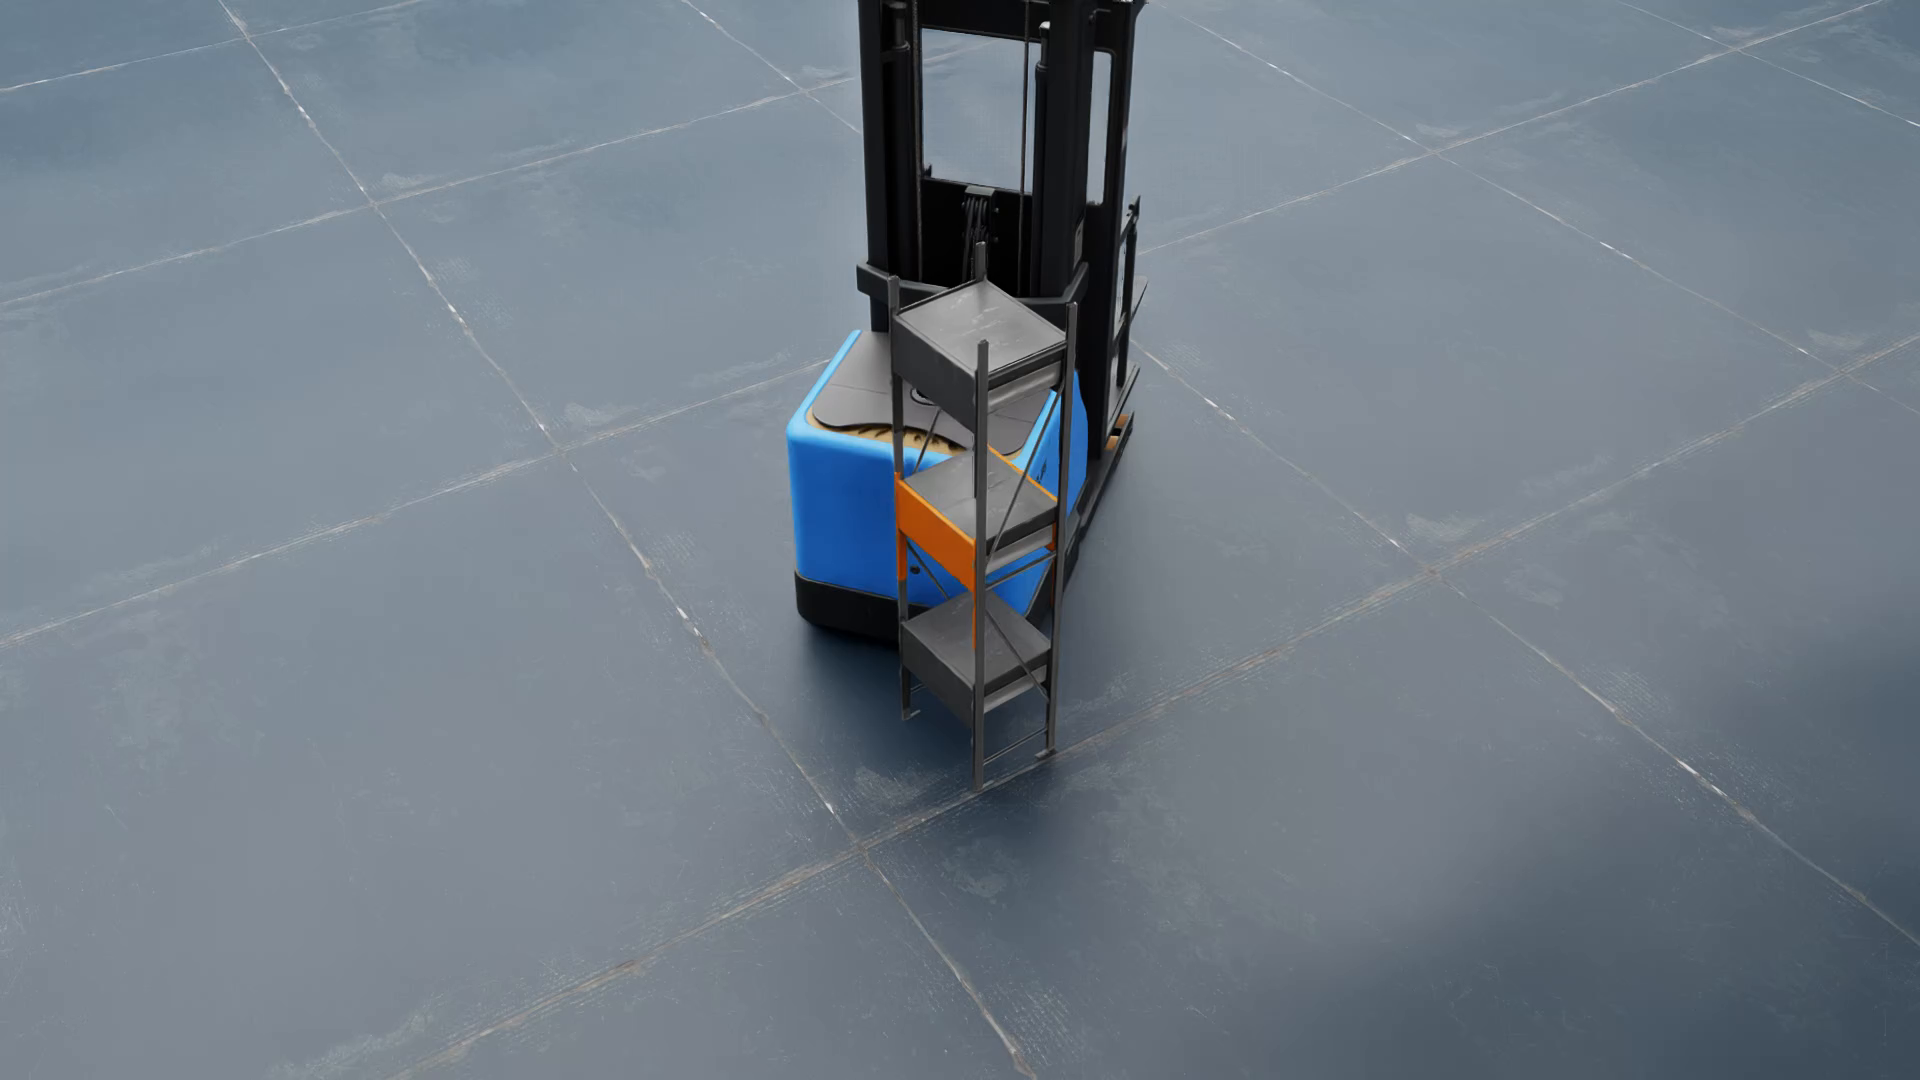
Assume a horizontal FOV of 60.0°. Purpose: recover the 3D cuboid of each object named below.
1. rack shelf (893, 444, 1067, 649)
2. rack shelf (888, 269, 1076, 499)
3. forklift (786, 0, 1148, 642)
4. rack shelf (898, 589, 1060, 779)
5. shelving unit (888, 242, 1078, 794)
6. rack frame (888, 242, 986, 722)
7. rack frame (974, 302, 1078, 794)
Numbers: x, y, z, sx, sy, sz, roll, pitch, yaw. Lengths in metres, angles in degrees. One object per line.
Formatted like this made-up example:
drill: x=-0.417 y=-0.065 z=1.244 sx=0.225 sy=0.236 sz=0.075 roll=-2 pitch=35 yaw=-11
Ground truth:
rack shelf: x=0.071 y=-0.001 z=6.132 sx=0.431 sy=0.518 sz=0.480 roll=-26 pitch=46 yaw=-28
rack shelf: x=0.071 y=-0.539 z=5.684 sx=0.431 sy=0.518 sz=0.480 roll=-26 pitch=46 yaw=-28
forklift: x=0.233 y=-1.549 z=7.319 sx=1.130 sy=2.935 sz=3.031 roll=12 pitch=41 yaw=14
rack shelf: x=0.071 y=0.537 z=6.580 sx=0.431 sy=0.518 sz=0.480 roll=-26 pitch=46 yaw=-28
shelving unit: x=0.071 y=-0.011 z=6.124 sx=0.431 sy=2.100 sz=0.503 roll=-26 pitch=46 yaw=-28
rack frame: x=-0.076 y=-0.136 z=6.273 sx=0.400 sy=2.100 sz=0.015 roll=-26 pitch=46 yaw=-28
rack frame: x=0.218 y=0.113 z=5.974 sx=0.400 sy=2.100 sz=0.015 roll=-26 pitch=46 yaw=-28
